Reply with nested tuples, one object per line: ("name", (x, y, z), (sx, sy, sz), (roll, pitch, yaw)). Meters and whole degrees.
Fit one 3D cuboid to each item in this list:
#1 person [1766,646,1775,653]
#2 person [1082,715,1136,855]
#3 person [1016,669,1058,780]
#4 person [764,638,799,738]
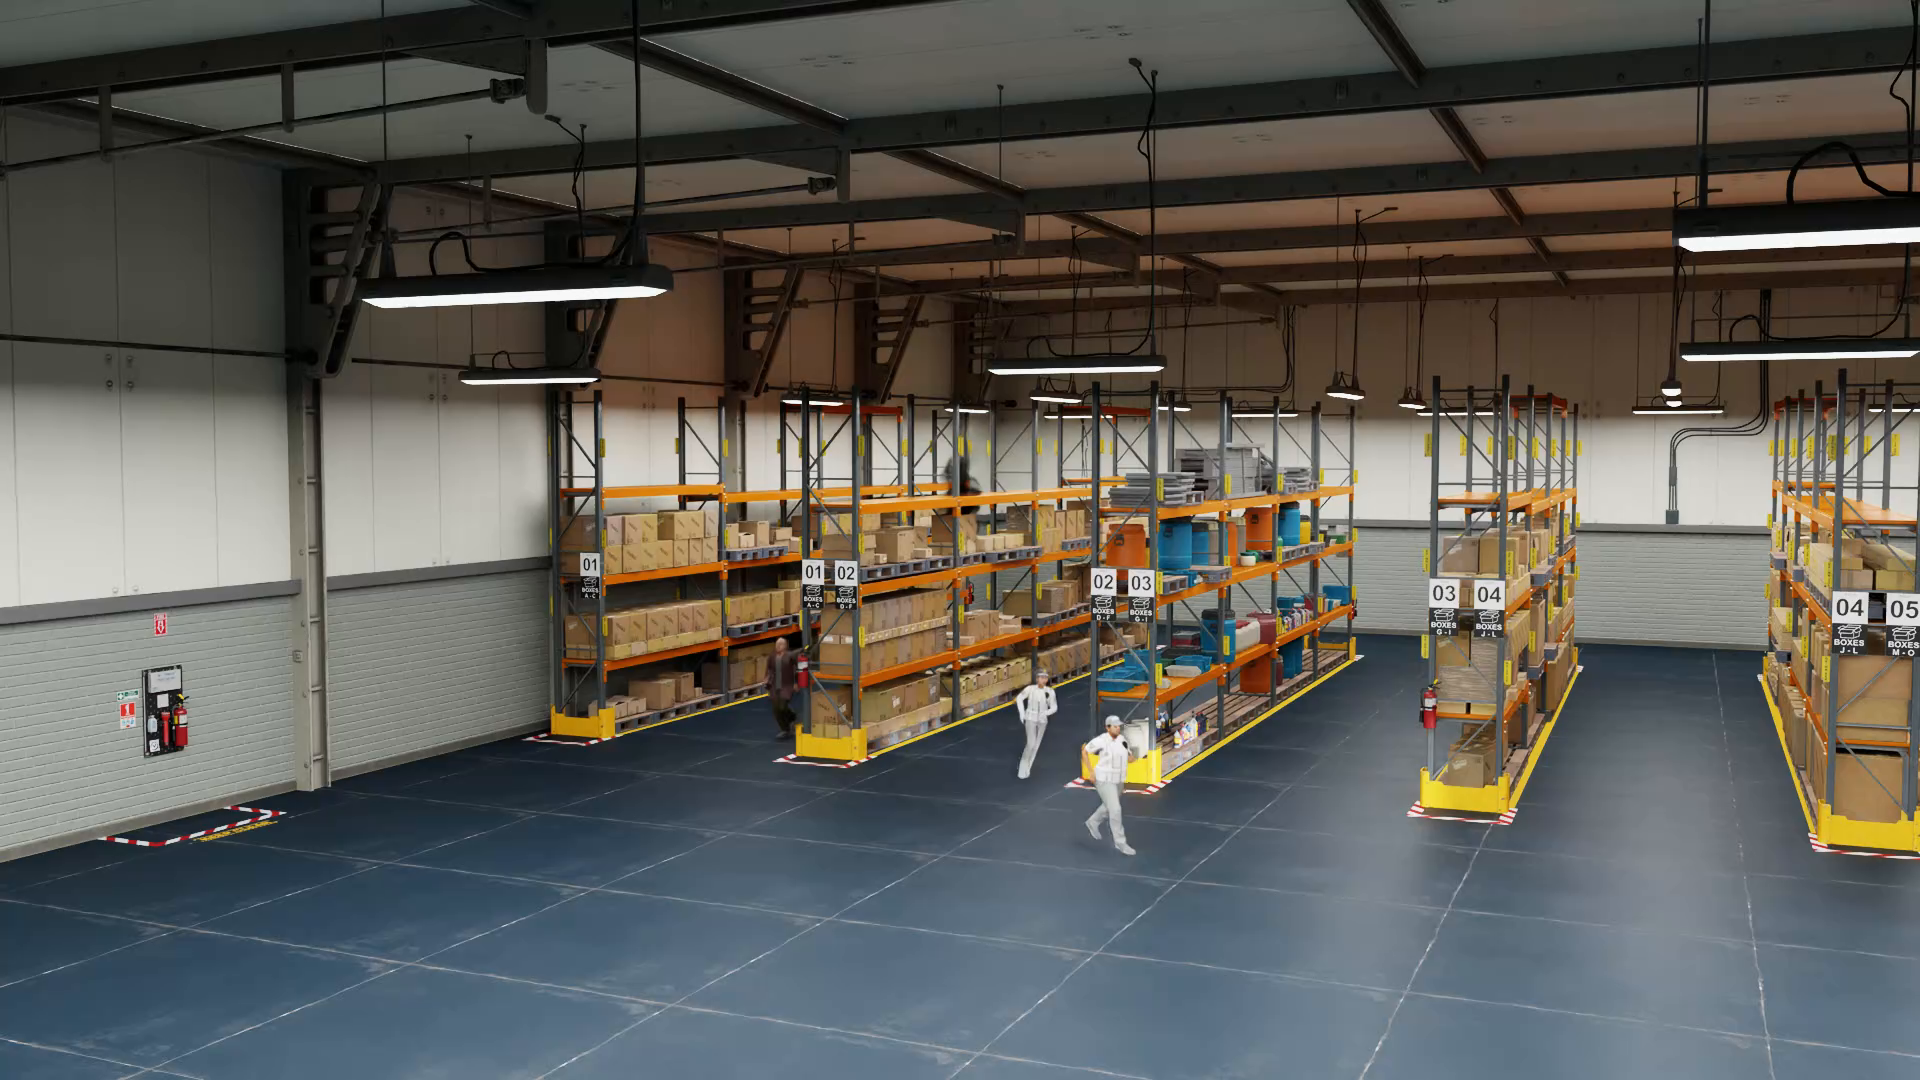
("person", (18.140, 2.105, 36.730), (0.570, 1.711, 0.698), (0, 3, 5))
("person", (1.868, 3.003, 20.686), (0.599, 1.668, 0.919), (-3, 4, -41))
("person", (1.170, 2.783, 25.248), (0.611, 1.681, 0.619), (-1, 3, -10))
("person", (-3.075, 2.655, 28.762), (0.718, 1.532, 0.619), (1, 3, 24))
